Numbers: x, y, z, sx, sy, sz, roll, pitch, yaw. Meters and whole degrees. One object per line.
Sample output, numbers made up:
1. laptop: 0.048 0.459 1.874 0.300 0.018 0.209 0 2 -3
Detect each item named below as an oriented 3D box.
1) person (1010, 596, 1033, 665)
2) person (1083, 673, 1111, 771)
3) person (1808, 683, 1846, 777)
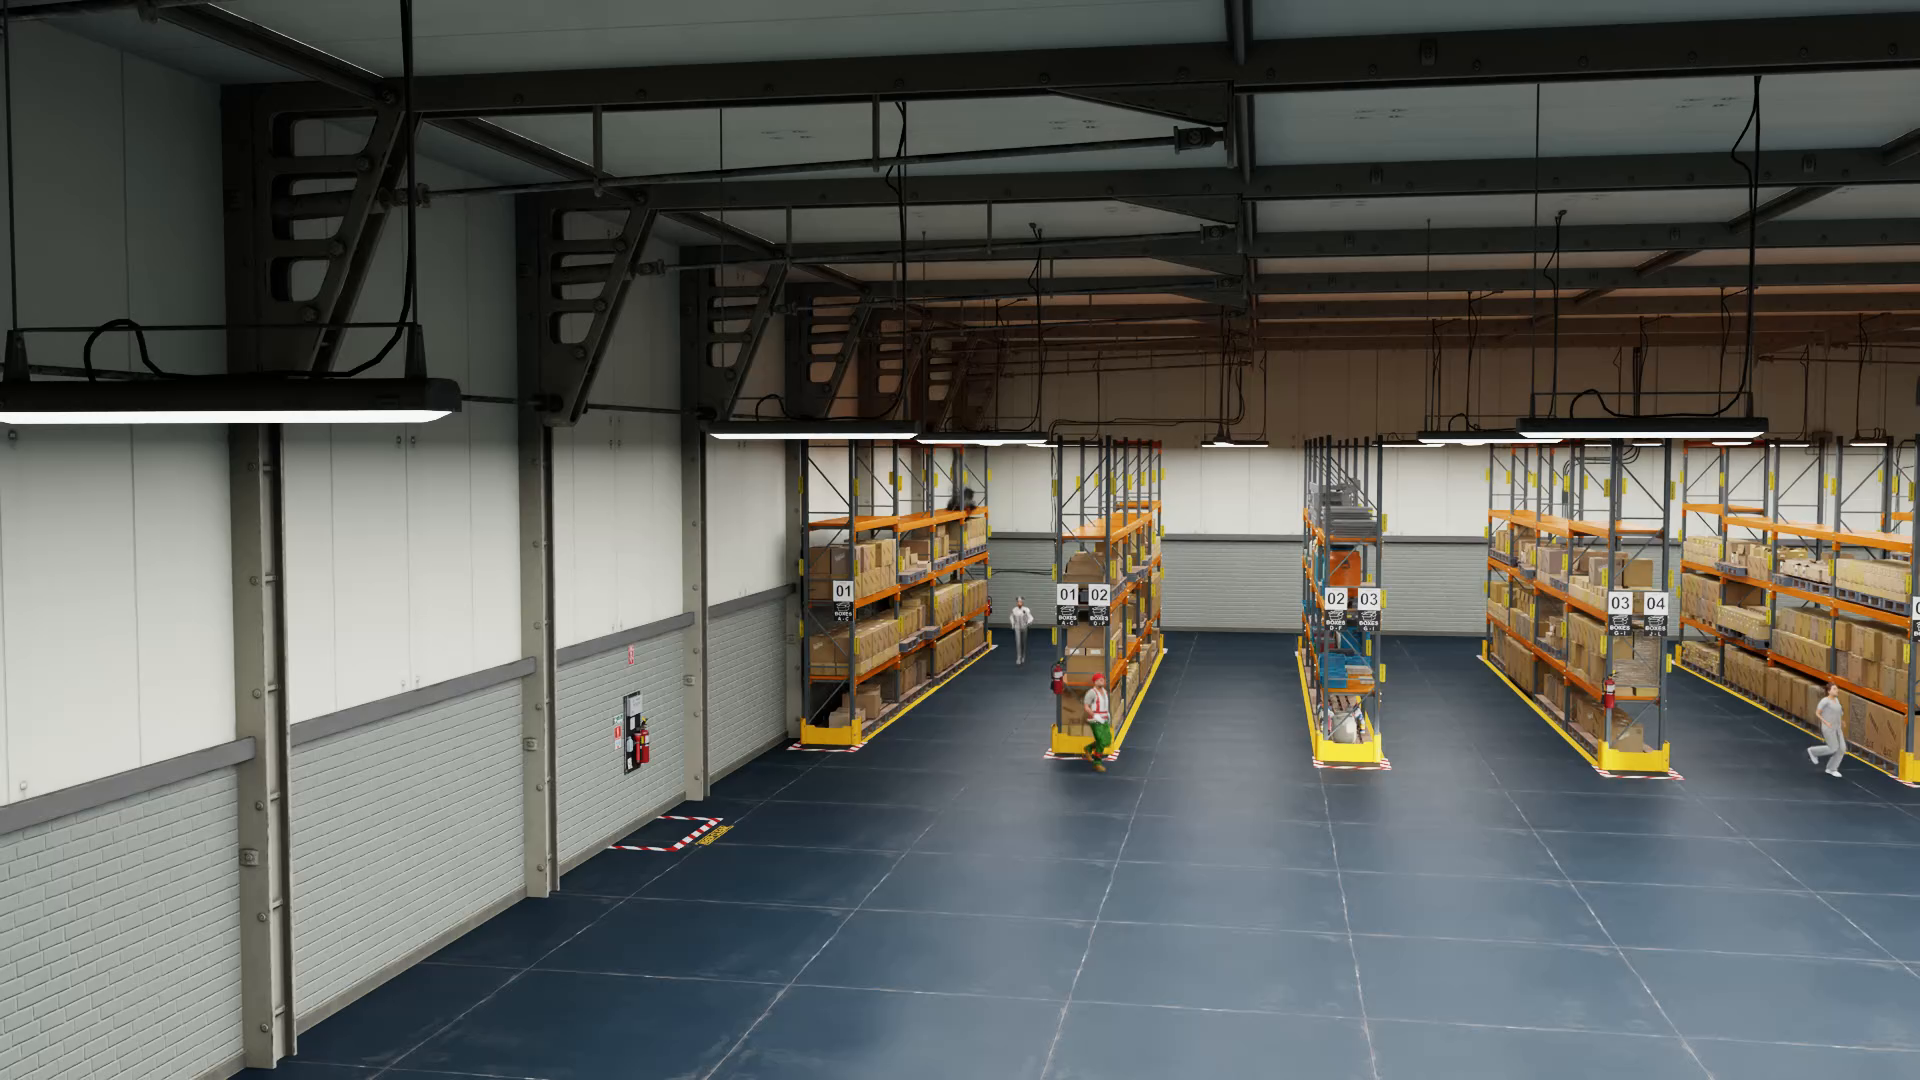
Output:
1. person: 1.569 2.291 42.511 0.608 1.718 0.779 0 3 9
2. person: 2.440 3.244 29.837 0.631 1.748 0.696 3 4 40
3. person: 15.352 3.329 29.407 0.573 1.632 0.624 -1 3 -24
